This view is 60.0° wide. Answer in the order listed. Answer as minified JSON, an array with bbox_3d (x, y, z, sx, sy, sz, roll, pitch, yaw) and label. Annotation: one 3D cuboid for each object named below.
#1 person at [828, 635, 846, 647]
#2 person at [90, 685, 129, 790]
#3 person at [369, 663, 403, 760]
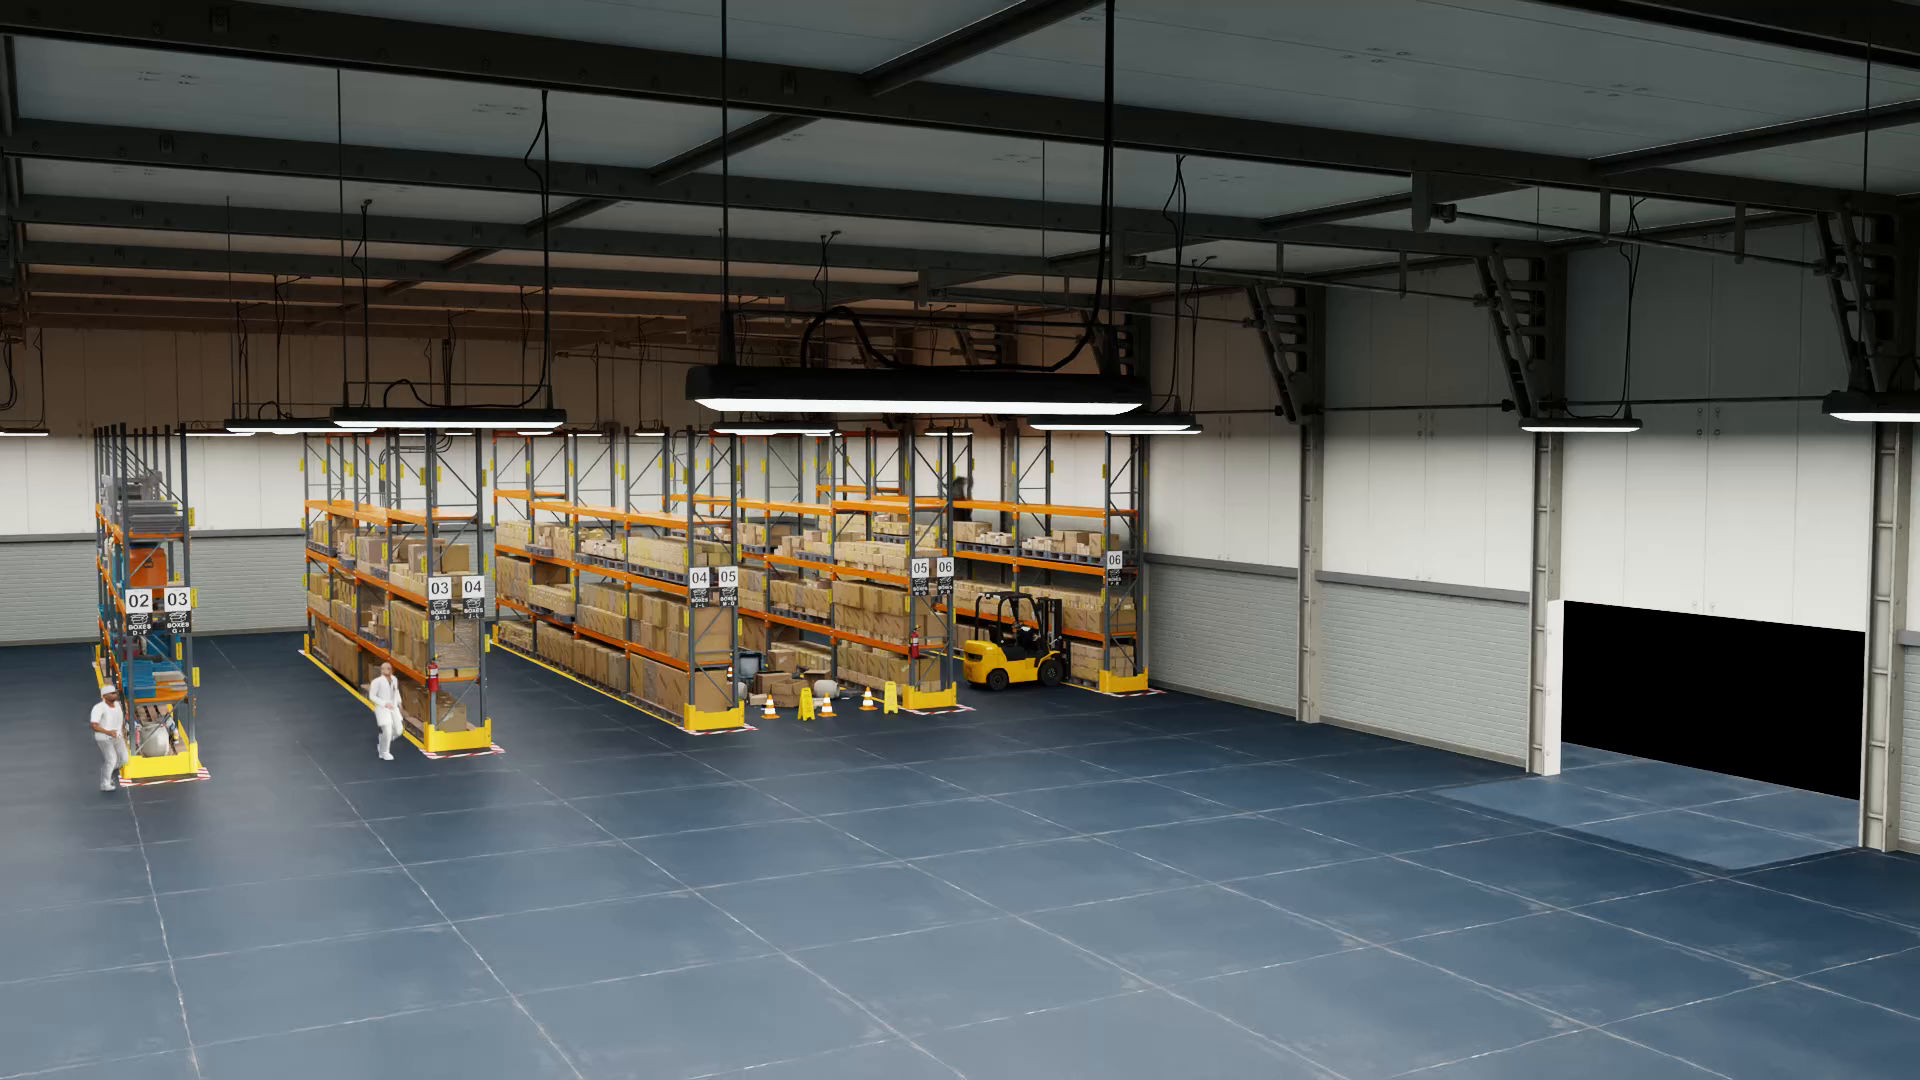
[{"bbox_3d":[-3.224,2.223,43.598,0.682,1.693,0.912,-2,4,-30],"label":"person"},{"bbox_3d":[-13.831,3.216,27.097,0.613,1.719,0.734,1,4,17],"label":"person"},{"bbox_3d":[-10.256,3.054,29.759,0.664,1.734,0.726,2,4,31],"label":"person"}]
